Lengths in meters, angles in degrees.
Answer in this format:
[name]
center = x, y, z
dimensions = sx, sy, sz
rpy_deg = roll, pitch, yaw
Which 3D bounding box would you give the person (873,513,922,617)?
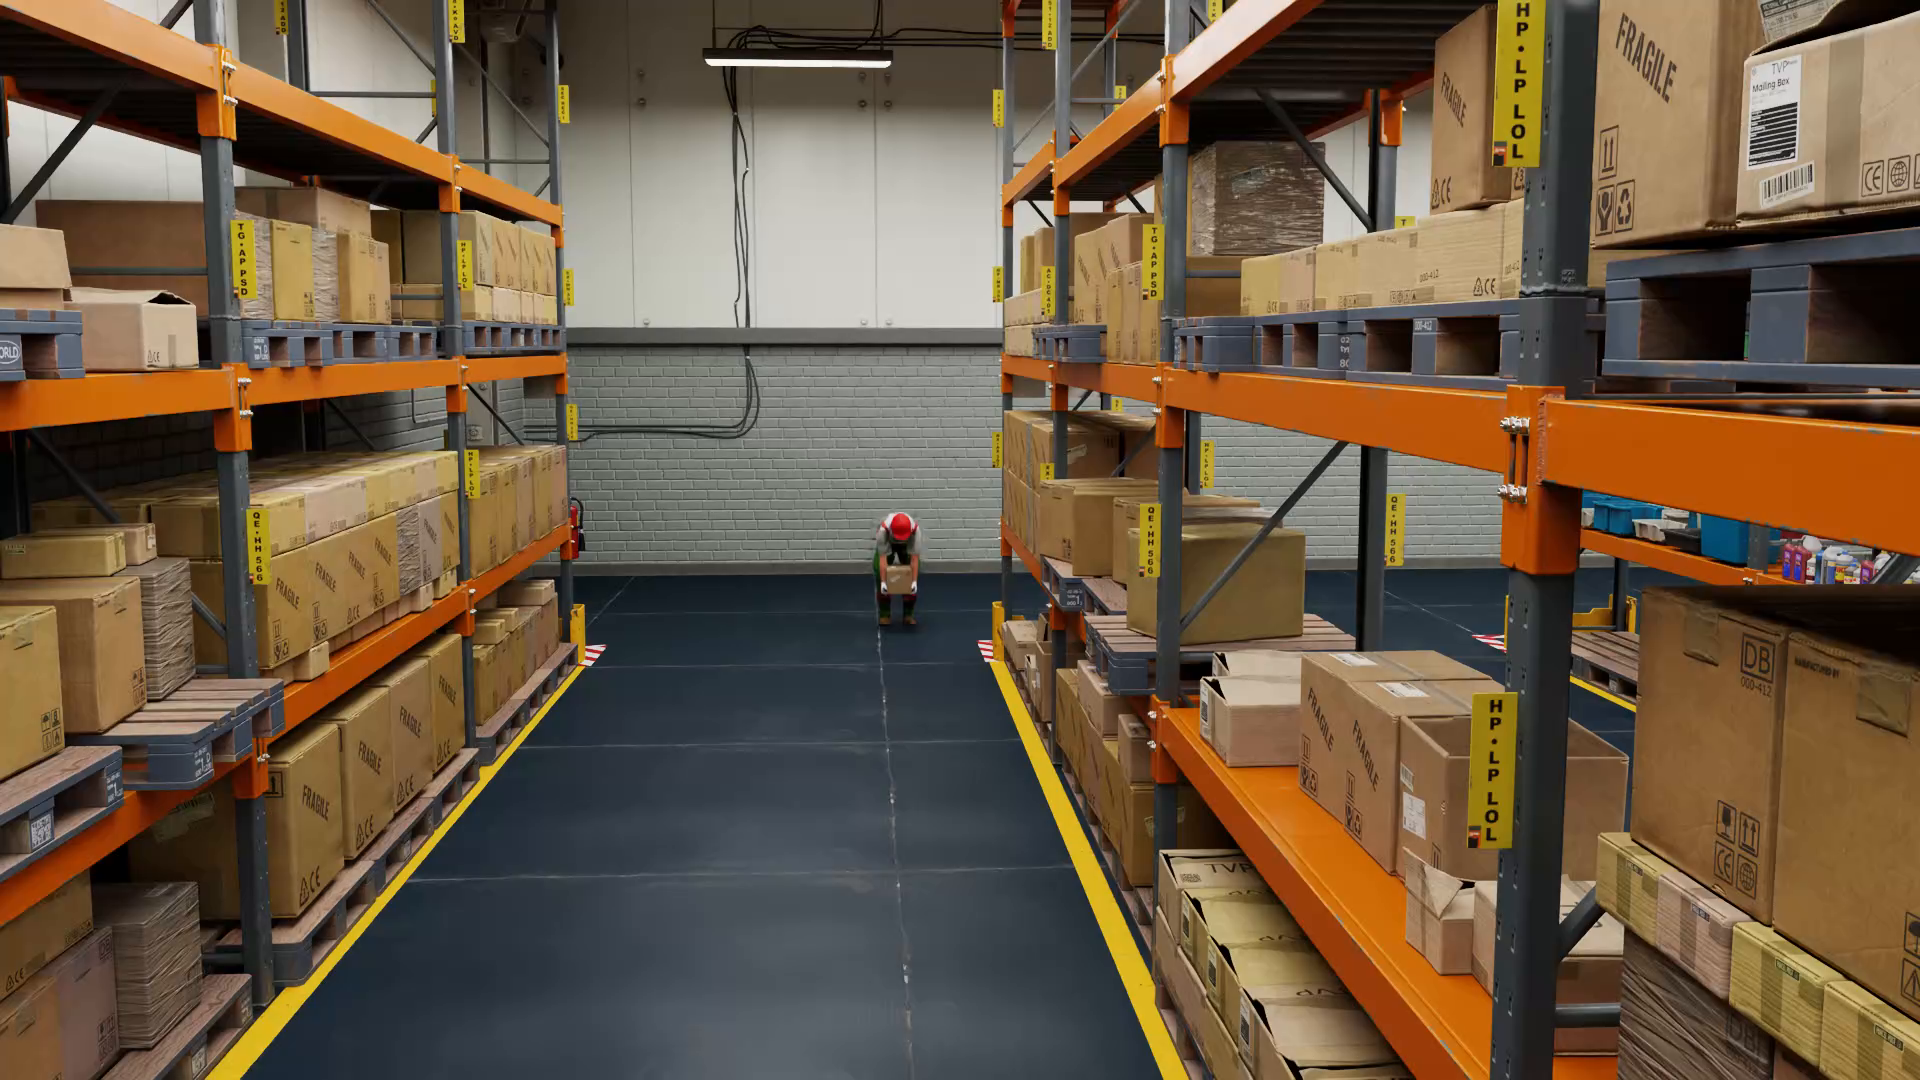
[person]
center = -0.635, 0.269, 17.028
dimensions = 0.493, 1.159, 0.947
rpy_deg = -1, 7, -5
